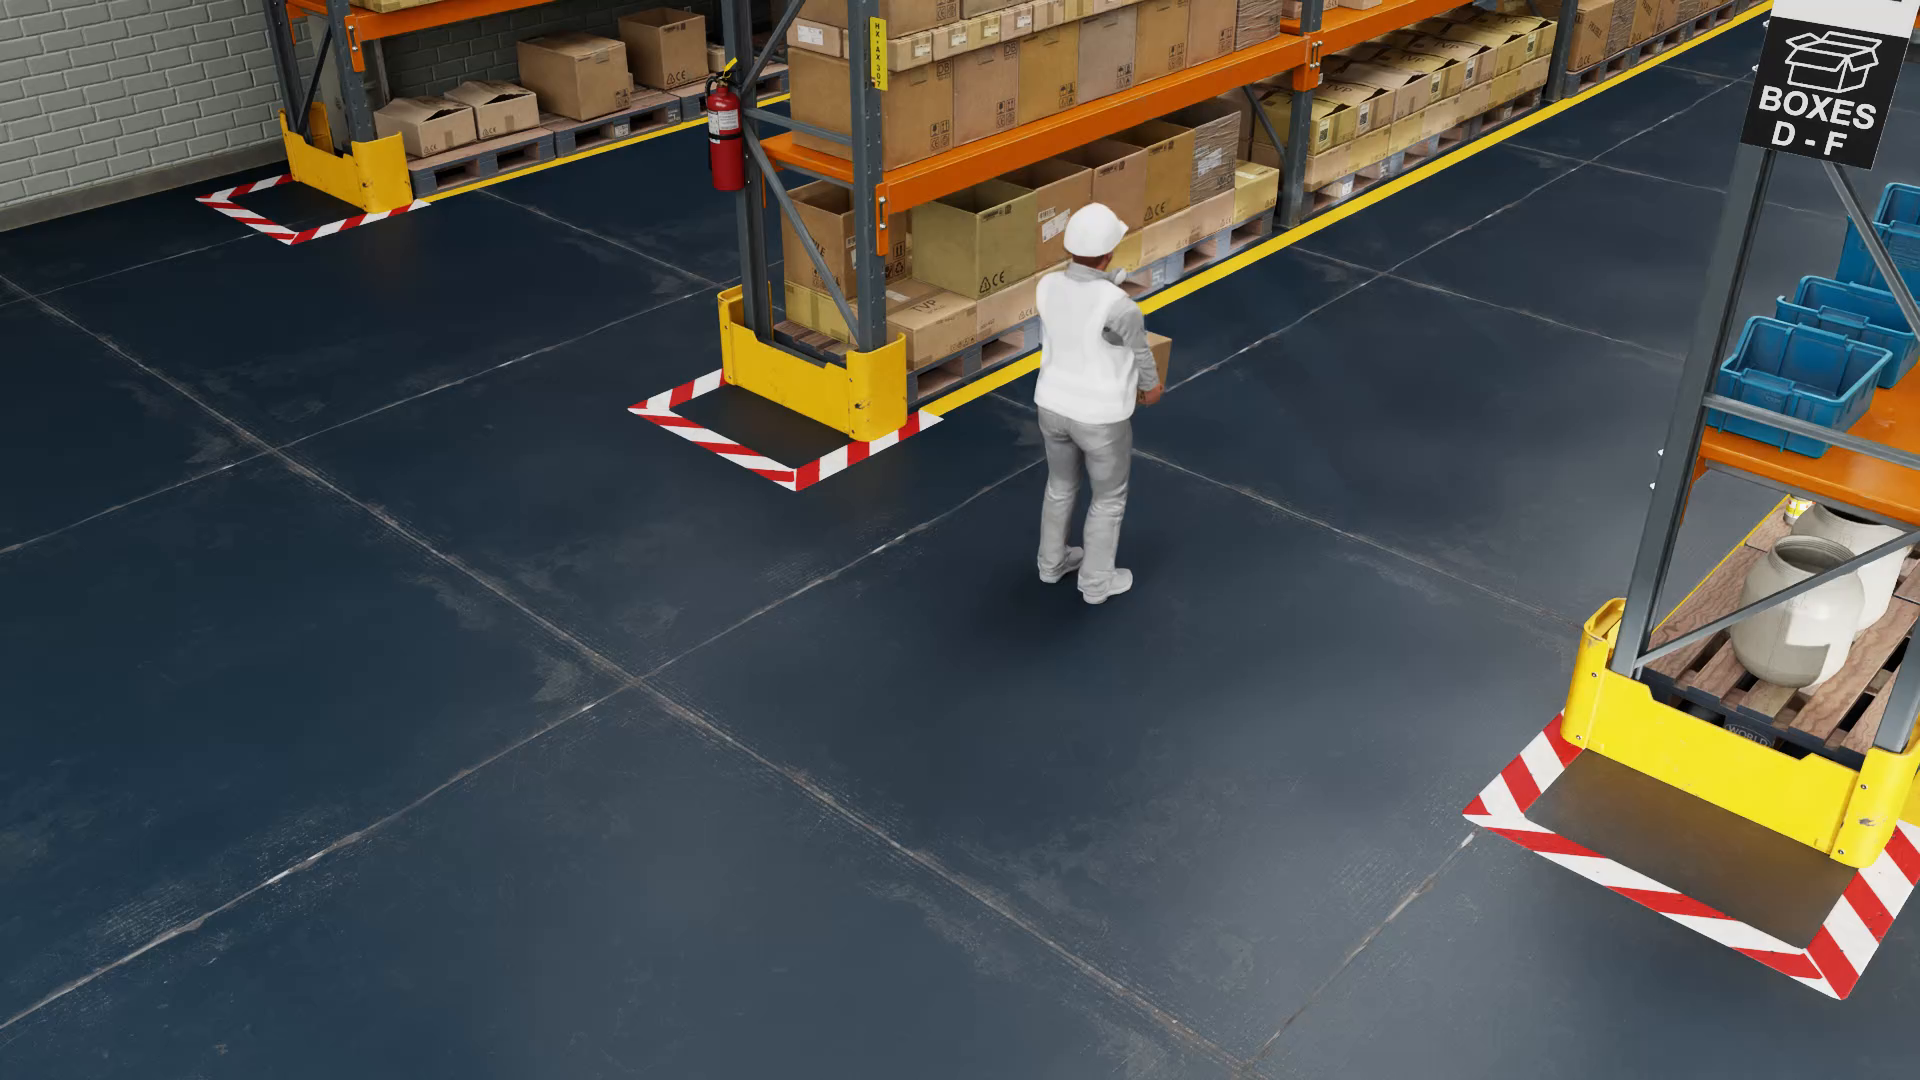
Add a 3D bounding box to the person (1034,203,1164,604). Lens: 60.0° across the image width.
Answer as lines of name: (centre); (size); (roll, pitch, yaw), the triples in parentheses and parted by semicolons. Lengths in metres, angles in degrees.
person: (0.585, -0.601, 7.110); (0.495, 1.772, 0.554); (25, 39, 34)
